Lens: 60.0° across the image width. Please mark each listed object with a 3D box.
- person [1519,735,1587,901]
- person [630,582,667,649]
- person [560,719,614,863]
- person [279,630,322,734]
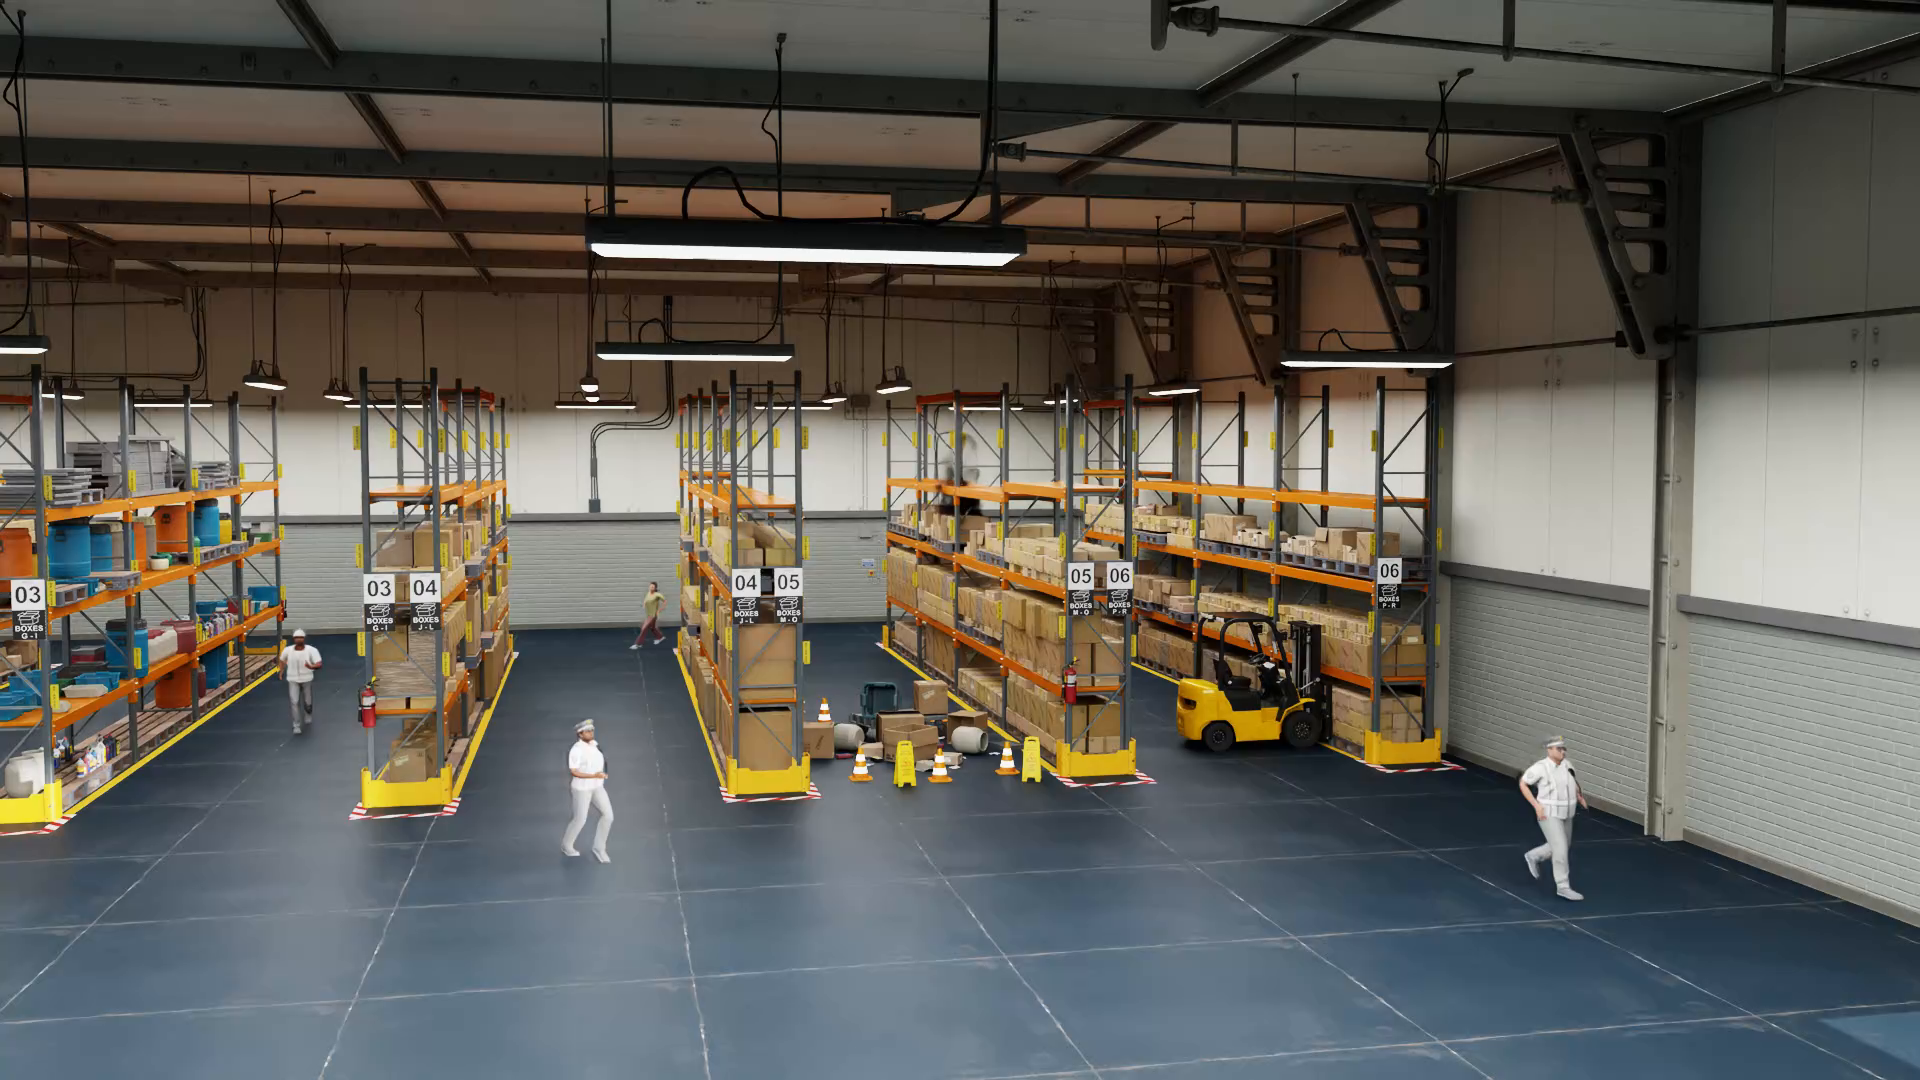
[{"bbox_3d":[6.548,3.016,18.383,0.675,1.755,0.929,-2,4,-27],"label":"person"},{"bbox_3d":[-7.407,1.801,40.063,0.667,1.616,0.988,3,5,42],"label":"person"},{"bbox_3d":[-4.452,2.991,19.817,0.726,1.747,0.576,2,4,33],"label":"person"},{"bbox_3d":[-11.326,2.411,28.548,0.710,1.747,0.968,-1,4,-18],"label":"person"}]
